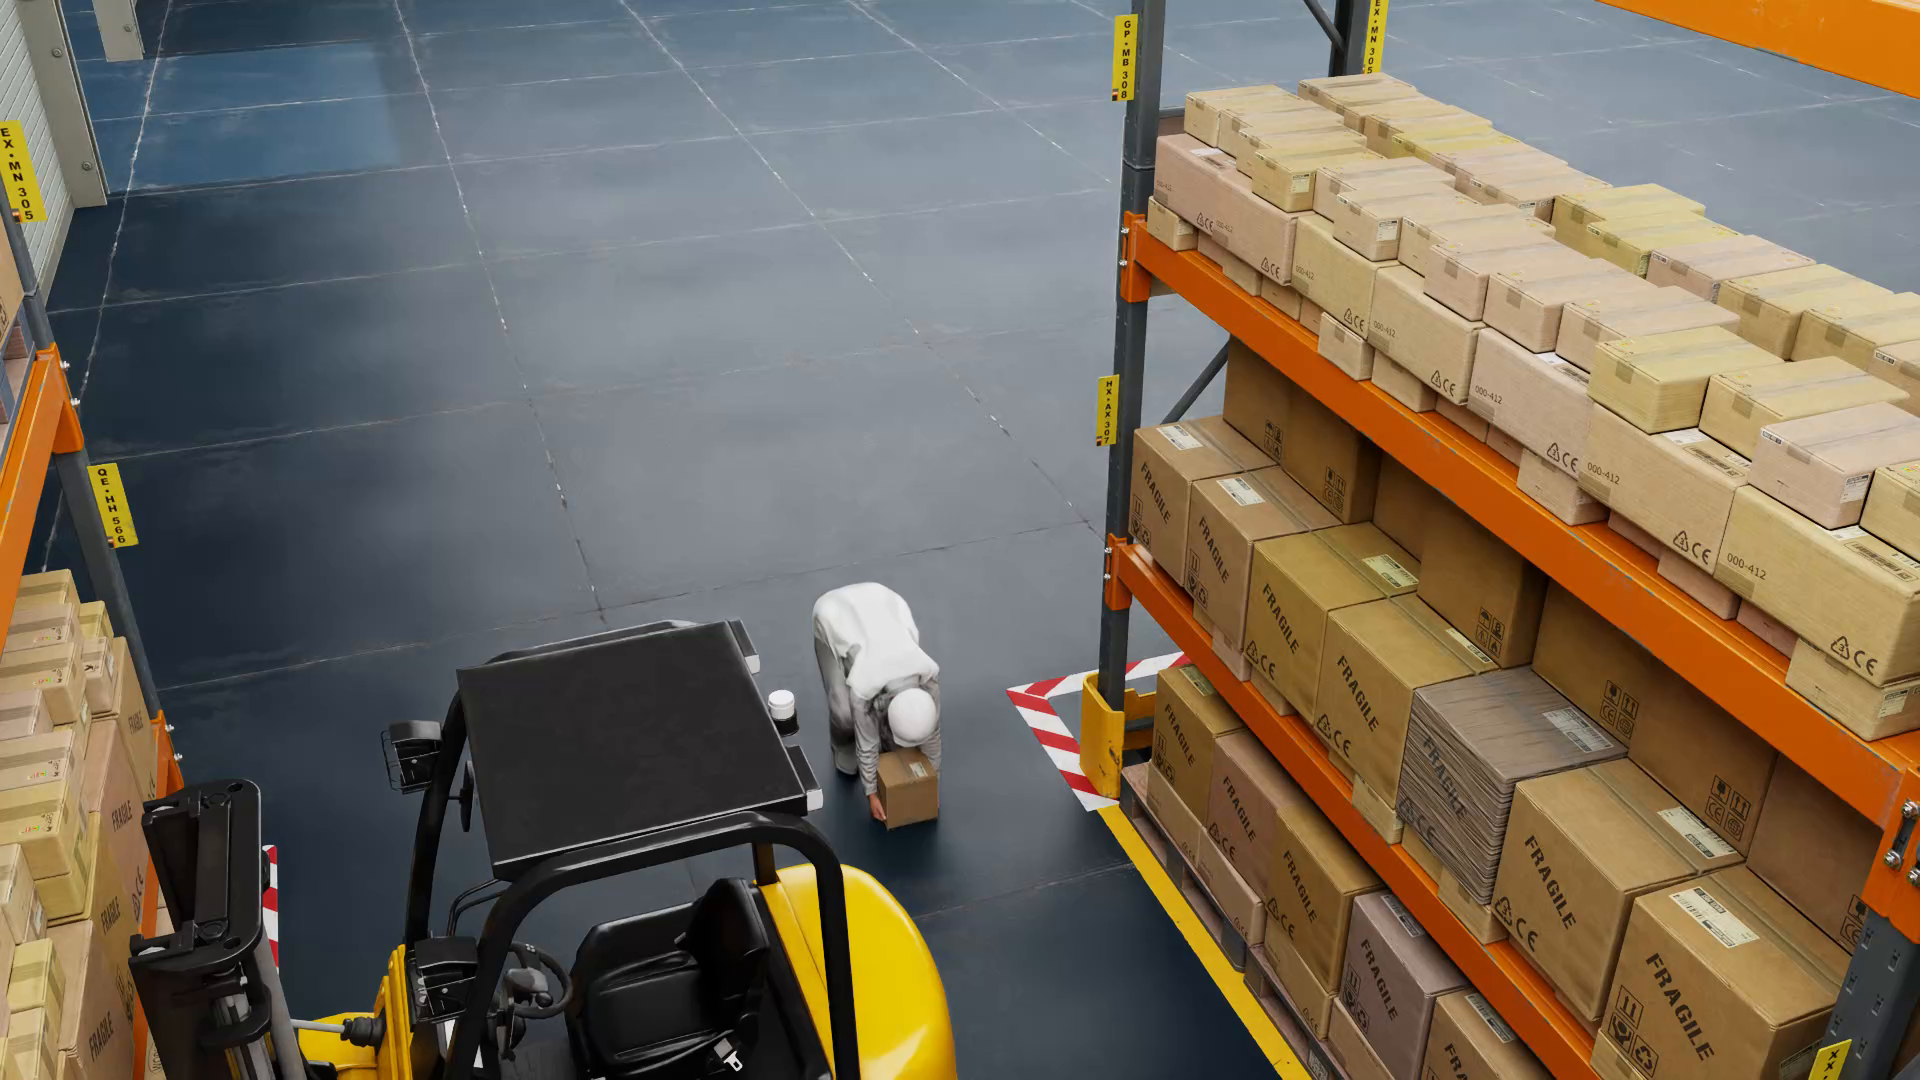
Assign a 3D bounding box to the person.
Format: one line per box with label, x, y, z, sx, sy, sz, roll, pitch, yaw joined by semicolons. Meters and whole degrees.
person;-0.365;0.748;7.868;0.504;0.923;0.998;-12;32;-20
